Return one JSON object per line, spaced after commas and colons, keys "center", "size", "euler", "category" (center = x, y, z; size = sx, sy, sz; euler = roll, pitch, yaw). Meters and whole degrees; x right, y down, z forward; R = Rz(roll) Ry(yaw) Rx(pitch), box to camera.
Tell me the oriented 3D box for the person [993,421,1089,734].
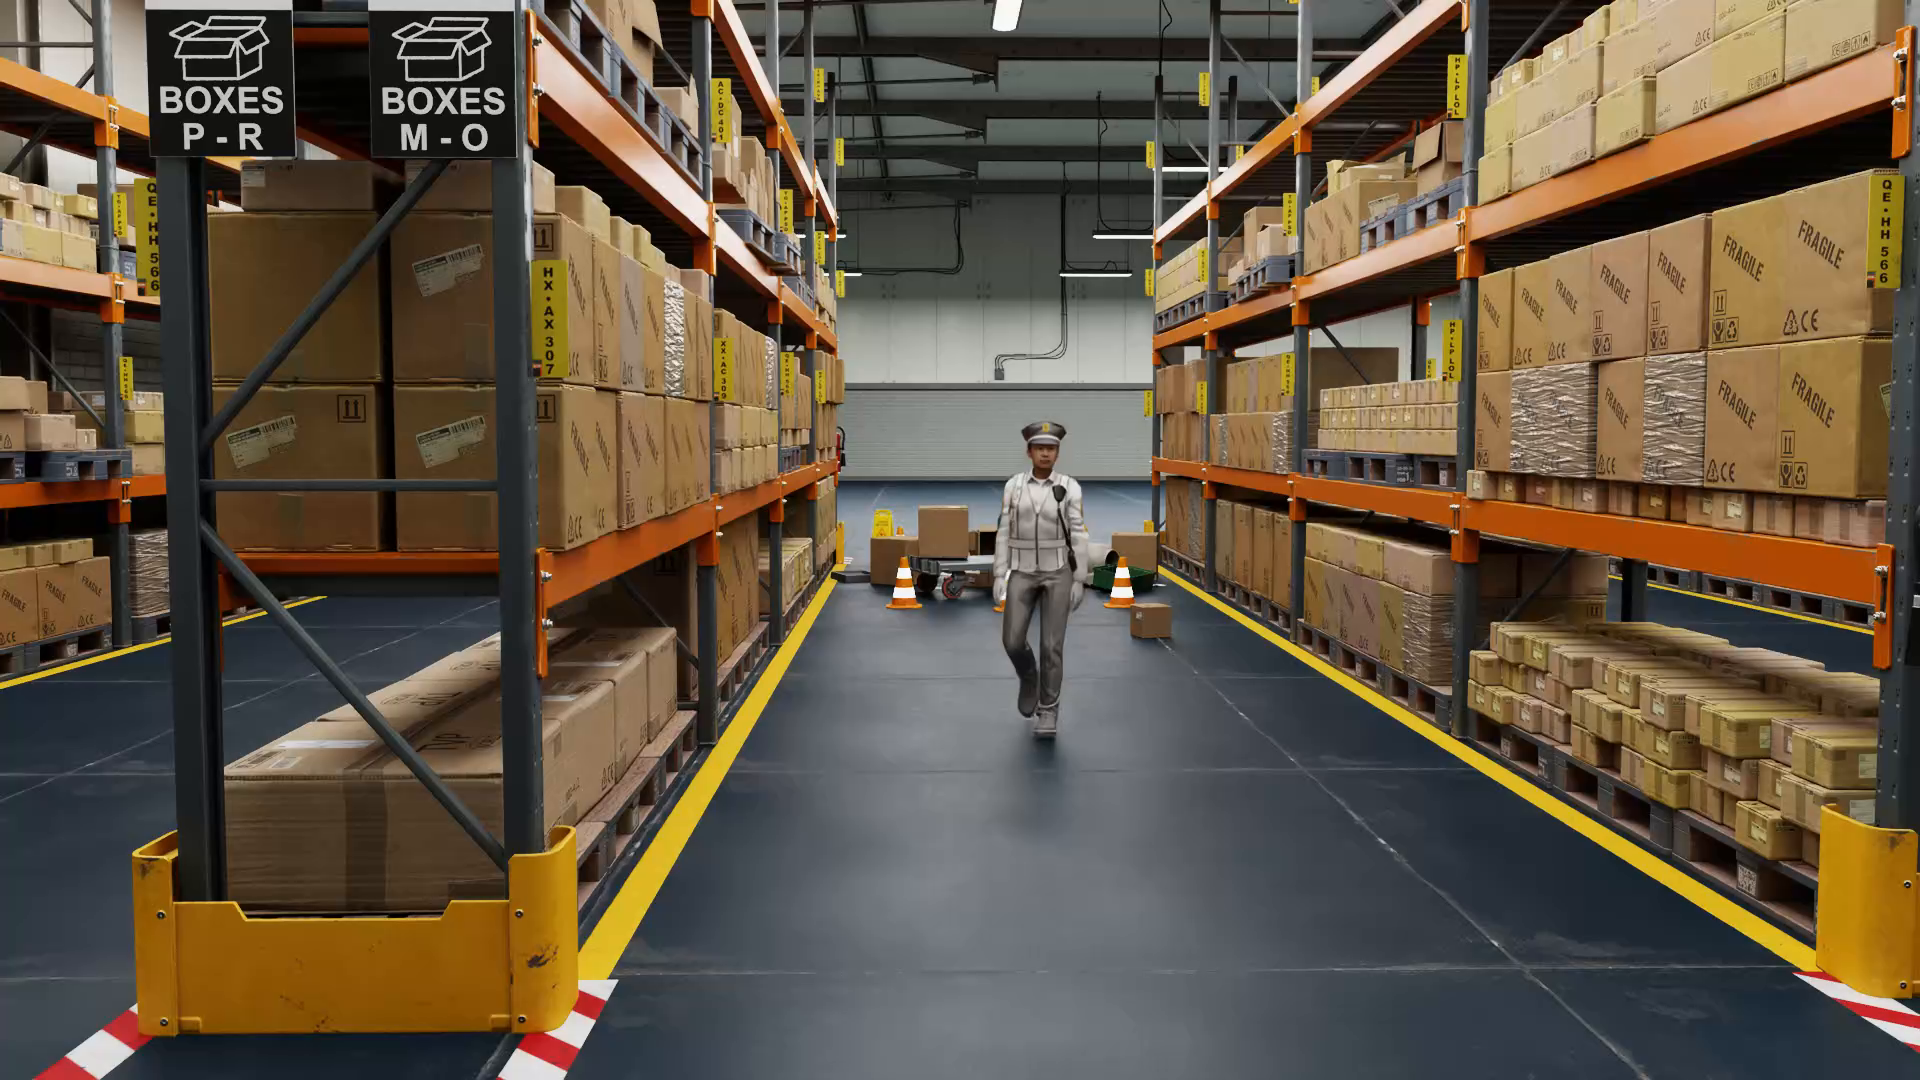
{"center": [0.444, 0.194, 9.059], "size": [0.519, 1.682, 0.481], "euler": [1, 4, 10], "category": "person"}
